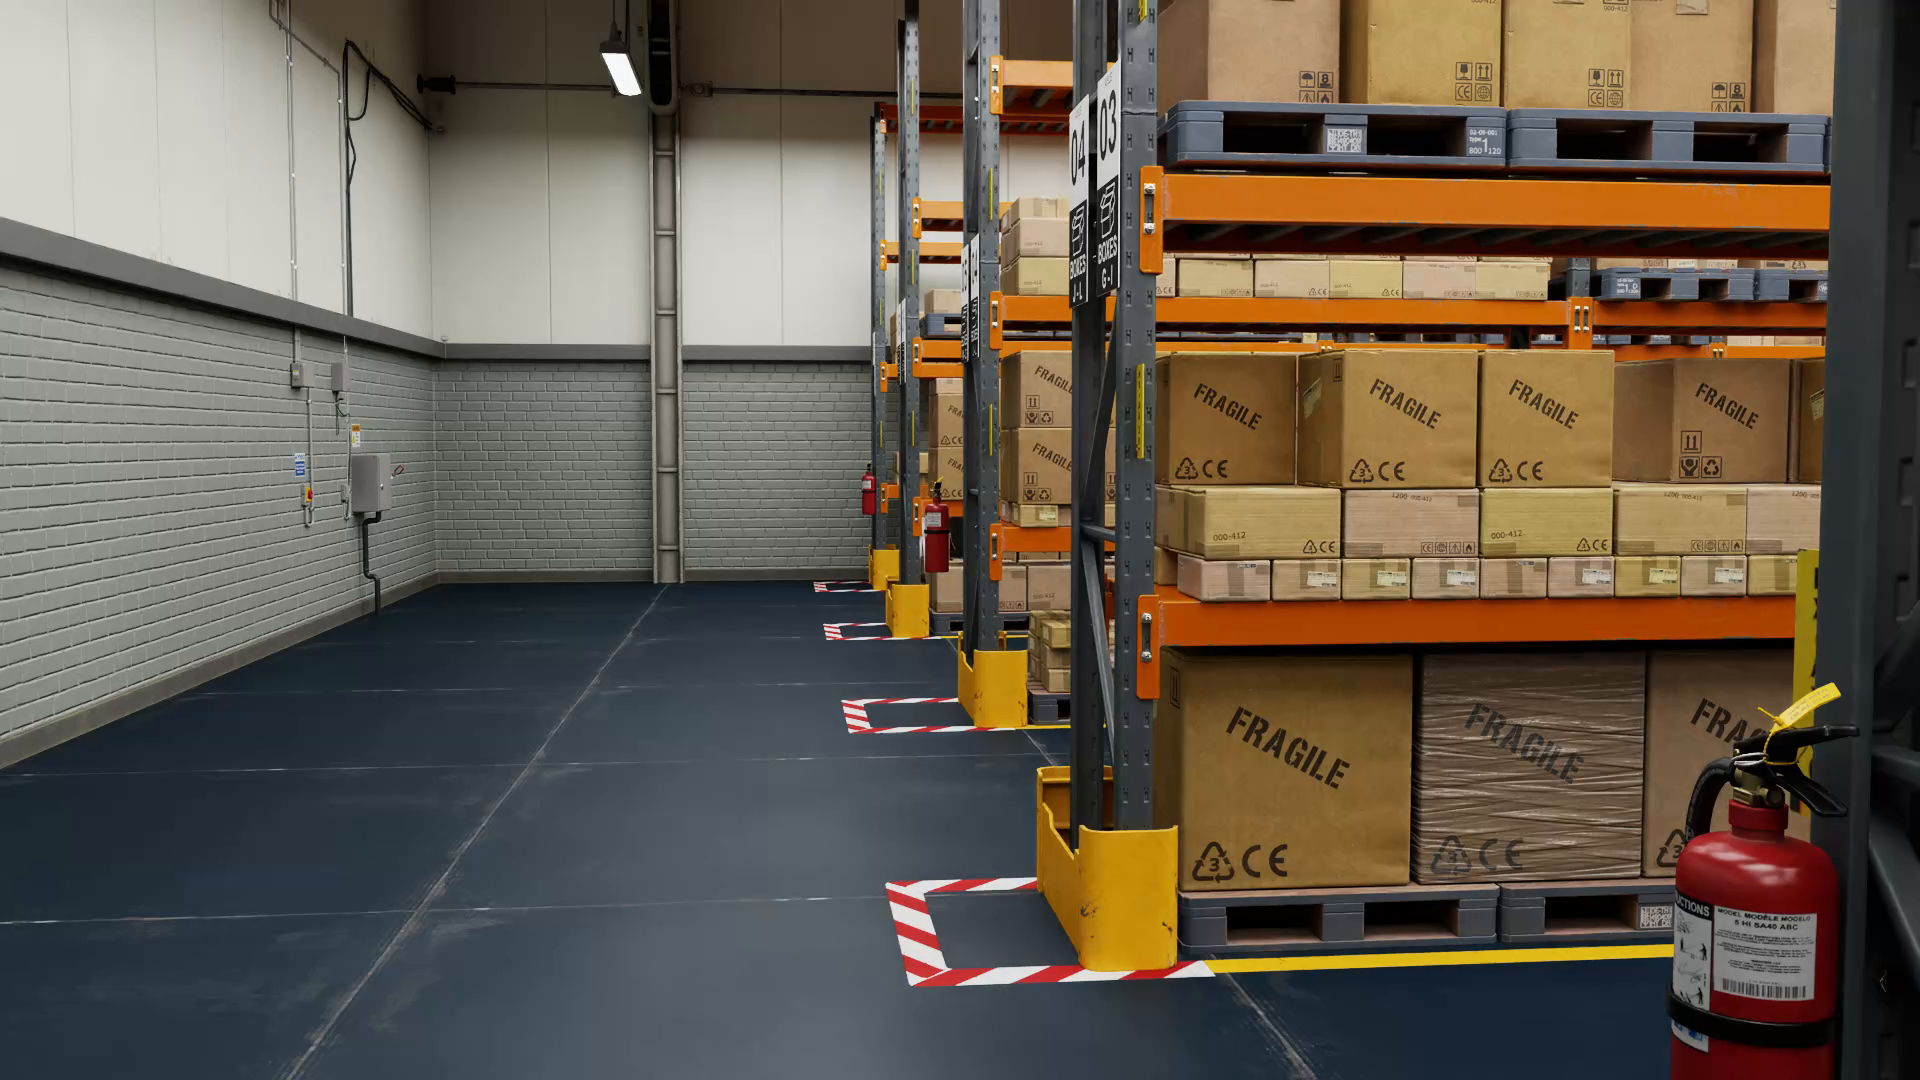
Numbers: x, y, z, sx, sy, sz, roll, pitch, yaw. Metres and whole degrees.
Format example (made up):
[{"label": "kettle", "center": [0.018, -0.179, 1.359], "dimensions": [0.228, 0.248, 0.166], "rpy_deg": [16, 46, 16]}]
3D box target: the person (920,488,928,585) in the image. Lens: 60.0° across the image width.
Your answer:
[{"label": "person", "center": [-0.415, 0.064, 19.197], "dimensions": [0.406, 1.306, 0.887], "rpy_deg": [0, 4, -8]}]
